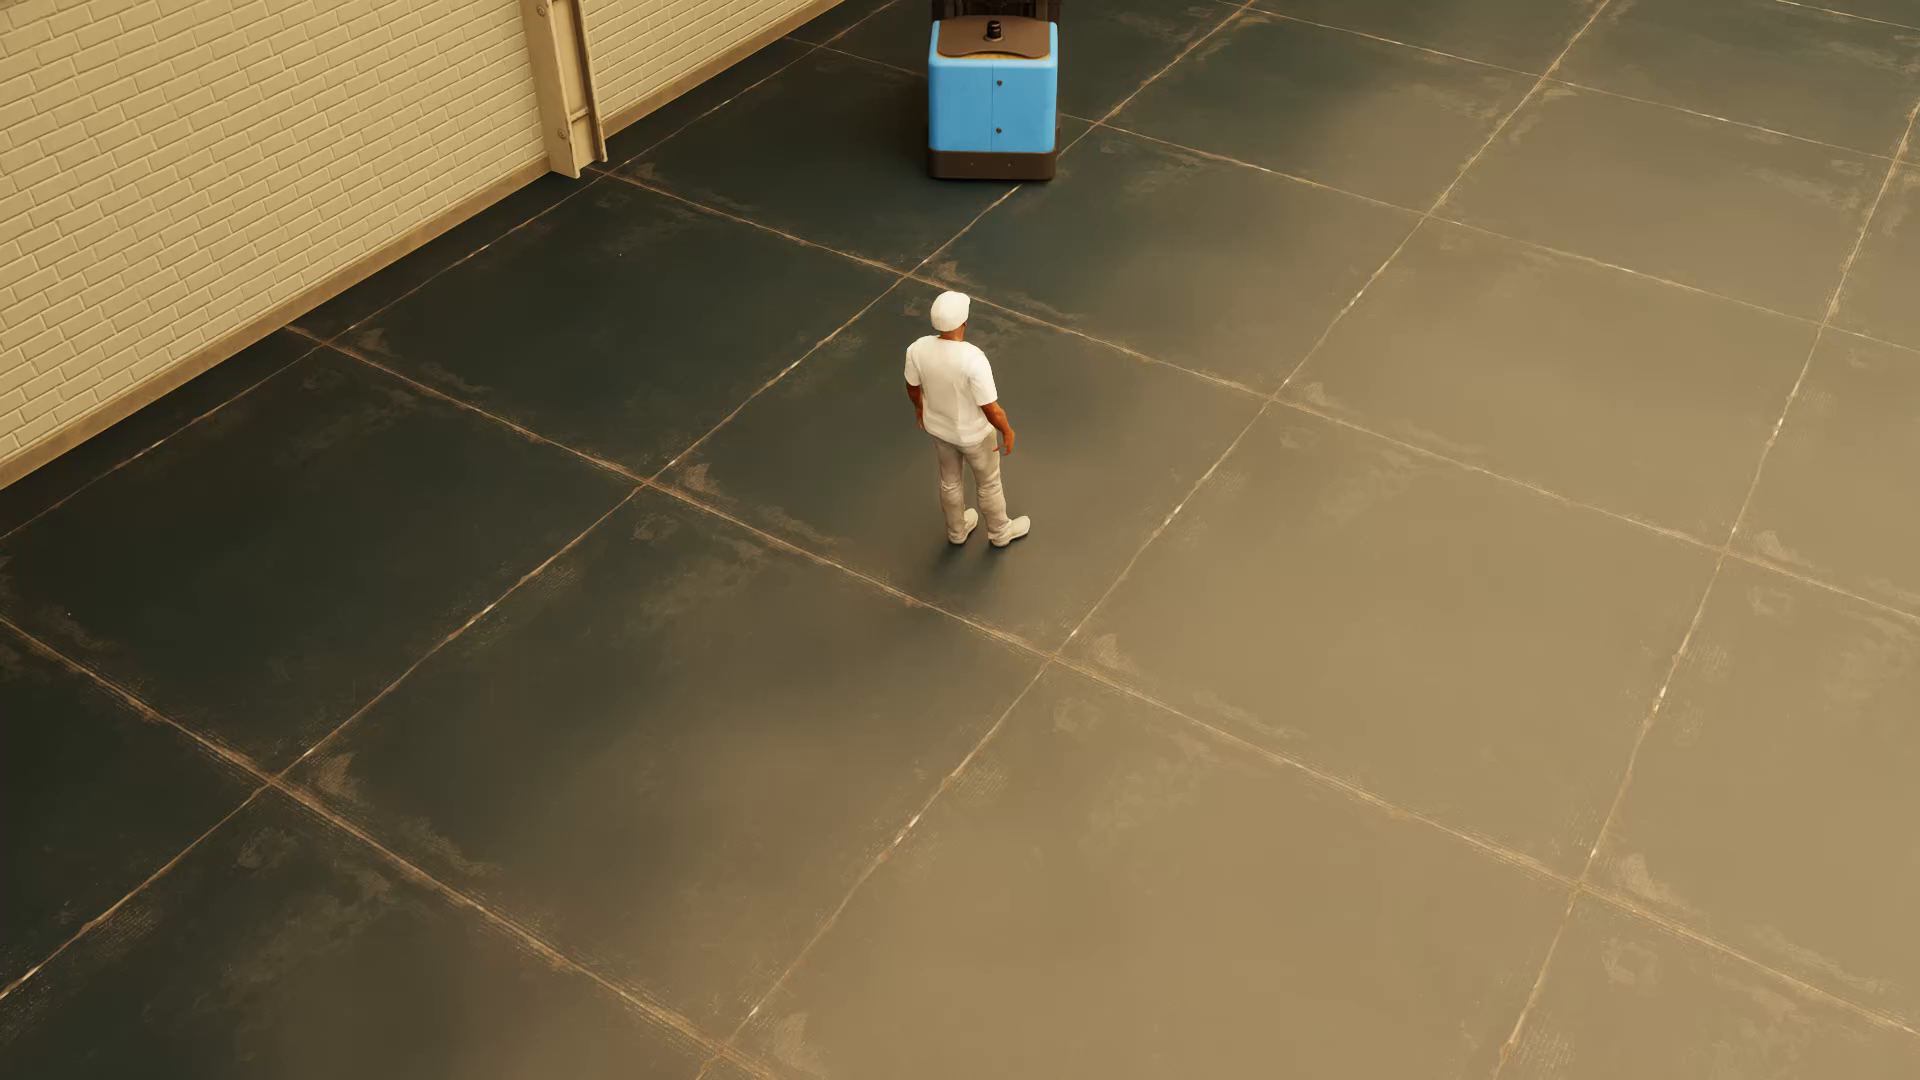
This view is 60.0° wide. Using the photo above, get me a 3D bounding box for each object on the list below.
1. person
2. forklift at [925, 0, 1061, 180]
[{"bbox_3d":[0.042,-0.715,9.700,0.665,1.765,0.577,22,45,24],"label":"person"},{"bbox_3d":[0.312,-4.996,13.863,1.130,2.935,3.031,1,40,2],"label":"forklift"}]
